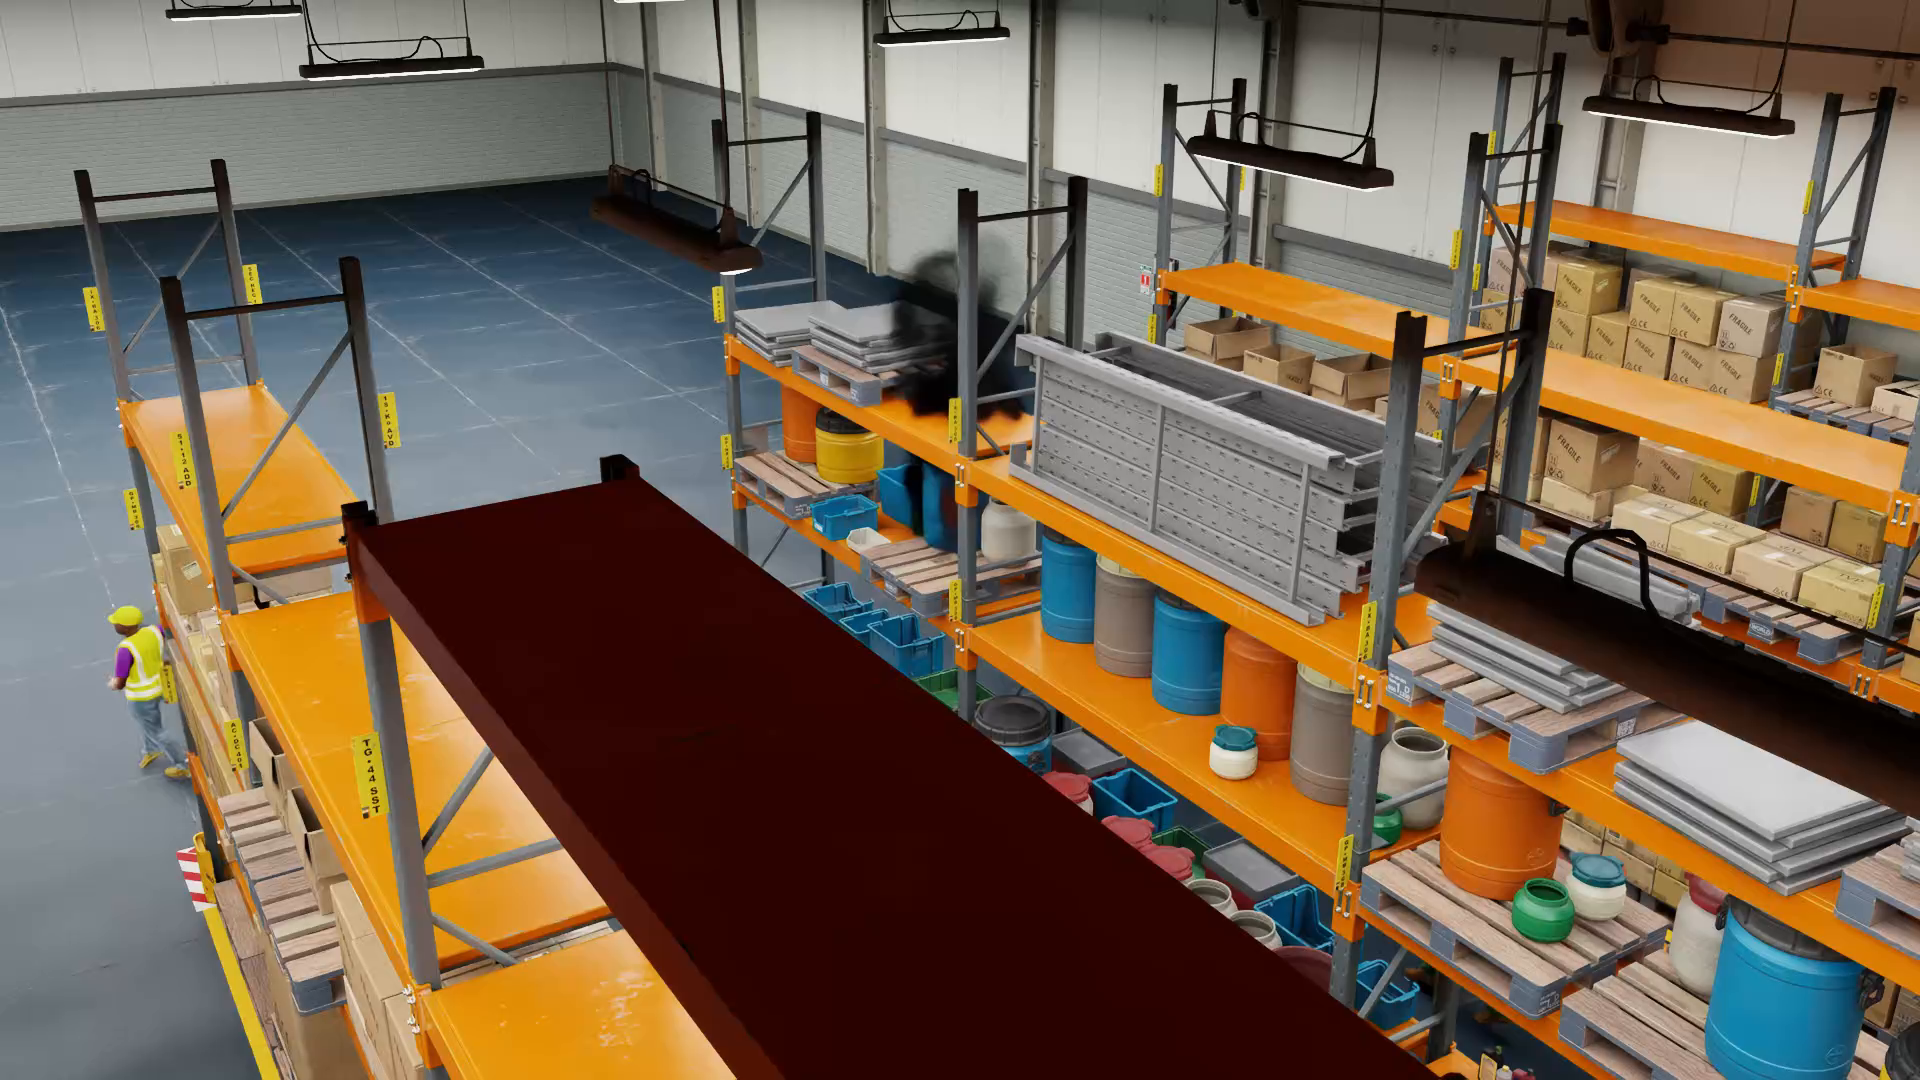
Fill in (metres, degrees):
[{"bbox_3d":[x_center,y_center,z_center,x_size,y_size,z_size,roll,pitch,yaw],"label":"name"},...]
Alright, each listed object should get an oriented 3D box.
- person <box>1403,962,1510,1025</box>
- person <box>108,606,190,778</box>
[{"bbox_3d":[3.737,2.679,12.227,0.658,1.786,0.979,-19,29,-39],"label":"person"},{"bbox_3d":[-7.564,1.396,15.482,0.726,1.724,0.699,4,22,10],"label":"person"}]
